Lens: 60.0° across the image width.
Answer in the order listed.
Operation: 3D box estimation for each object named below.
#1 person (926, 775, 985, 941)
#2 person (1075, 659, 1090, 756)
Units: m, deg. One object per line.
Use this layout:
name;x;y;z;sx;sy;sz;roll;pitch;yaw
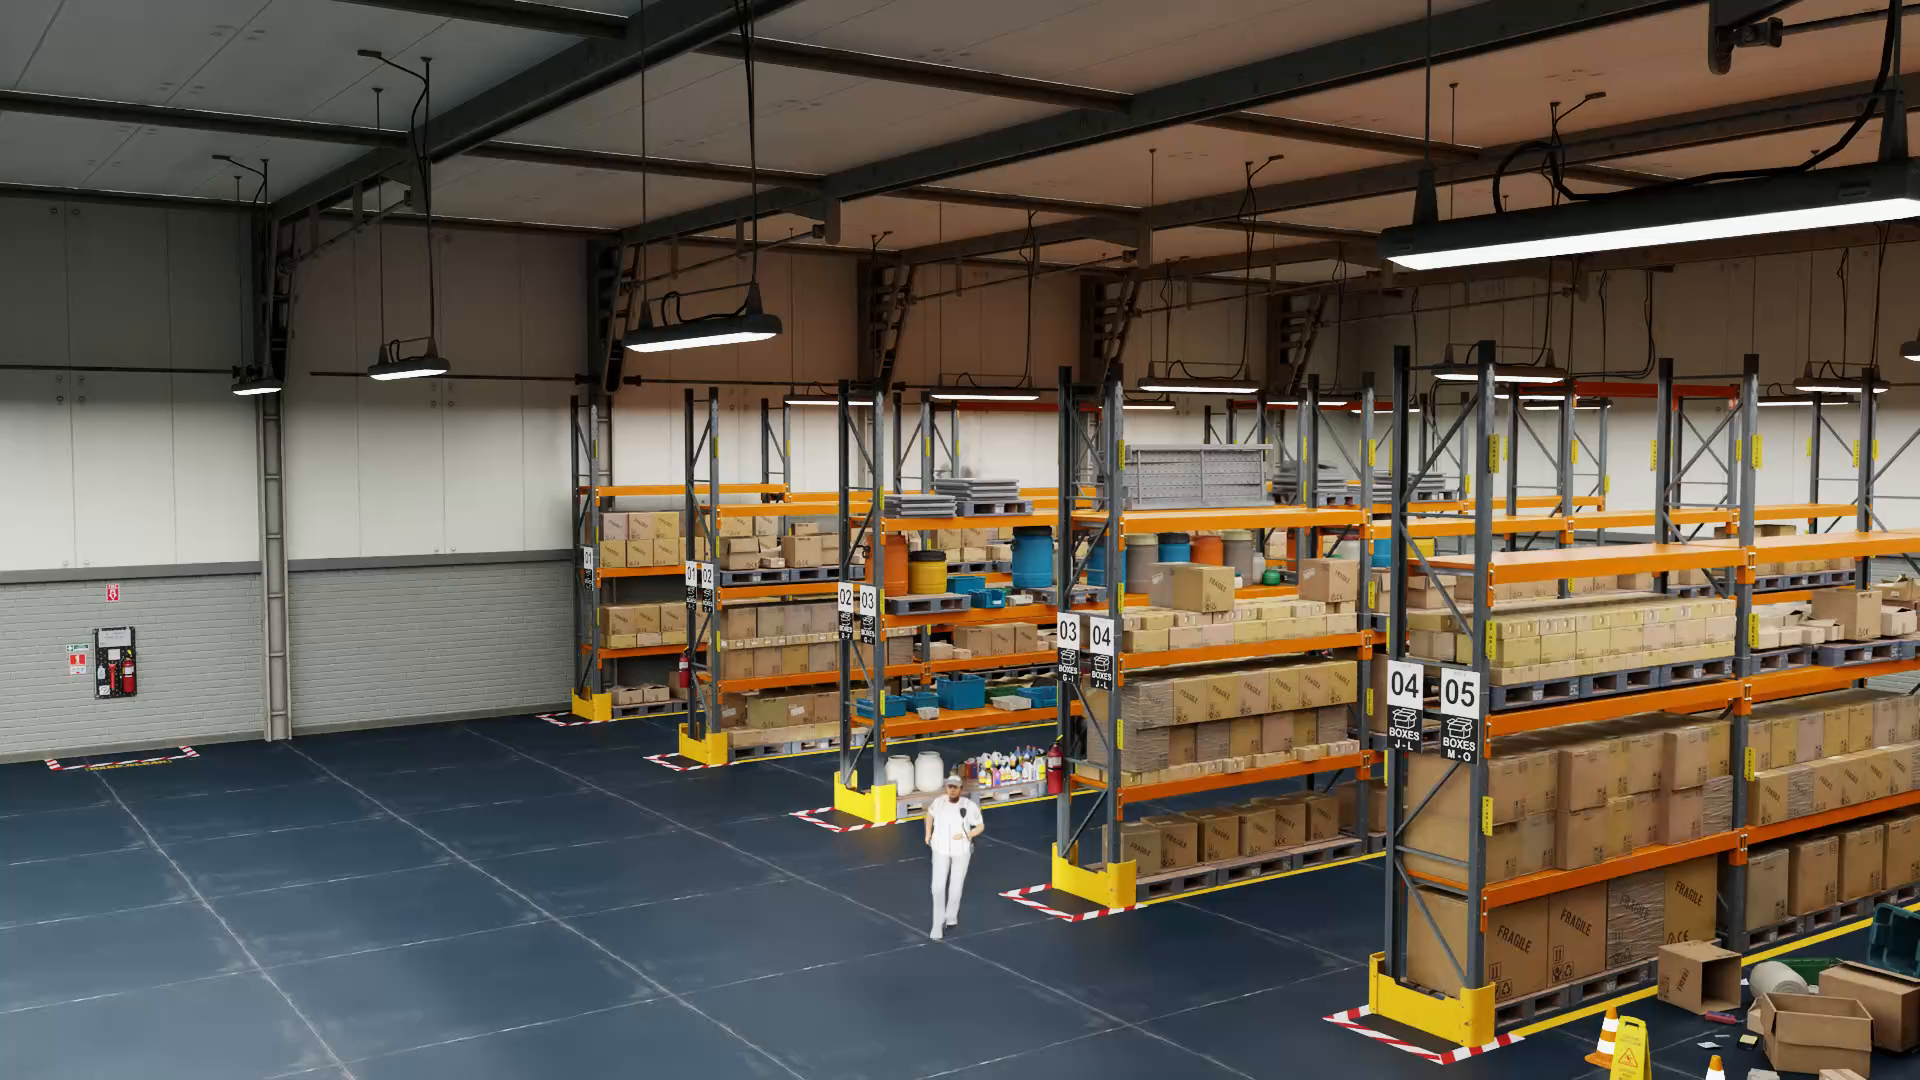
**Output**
person;-0.053;3.301;17.390;0.628;1.729;0.659;0;3;6
person;2.081;2.678;27.039;0.676;1.701;0.630;-3;5;-43
